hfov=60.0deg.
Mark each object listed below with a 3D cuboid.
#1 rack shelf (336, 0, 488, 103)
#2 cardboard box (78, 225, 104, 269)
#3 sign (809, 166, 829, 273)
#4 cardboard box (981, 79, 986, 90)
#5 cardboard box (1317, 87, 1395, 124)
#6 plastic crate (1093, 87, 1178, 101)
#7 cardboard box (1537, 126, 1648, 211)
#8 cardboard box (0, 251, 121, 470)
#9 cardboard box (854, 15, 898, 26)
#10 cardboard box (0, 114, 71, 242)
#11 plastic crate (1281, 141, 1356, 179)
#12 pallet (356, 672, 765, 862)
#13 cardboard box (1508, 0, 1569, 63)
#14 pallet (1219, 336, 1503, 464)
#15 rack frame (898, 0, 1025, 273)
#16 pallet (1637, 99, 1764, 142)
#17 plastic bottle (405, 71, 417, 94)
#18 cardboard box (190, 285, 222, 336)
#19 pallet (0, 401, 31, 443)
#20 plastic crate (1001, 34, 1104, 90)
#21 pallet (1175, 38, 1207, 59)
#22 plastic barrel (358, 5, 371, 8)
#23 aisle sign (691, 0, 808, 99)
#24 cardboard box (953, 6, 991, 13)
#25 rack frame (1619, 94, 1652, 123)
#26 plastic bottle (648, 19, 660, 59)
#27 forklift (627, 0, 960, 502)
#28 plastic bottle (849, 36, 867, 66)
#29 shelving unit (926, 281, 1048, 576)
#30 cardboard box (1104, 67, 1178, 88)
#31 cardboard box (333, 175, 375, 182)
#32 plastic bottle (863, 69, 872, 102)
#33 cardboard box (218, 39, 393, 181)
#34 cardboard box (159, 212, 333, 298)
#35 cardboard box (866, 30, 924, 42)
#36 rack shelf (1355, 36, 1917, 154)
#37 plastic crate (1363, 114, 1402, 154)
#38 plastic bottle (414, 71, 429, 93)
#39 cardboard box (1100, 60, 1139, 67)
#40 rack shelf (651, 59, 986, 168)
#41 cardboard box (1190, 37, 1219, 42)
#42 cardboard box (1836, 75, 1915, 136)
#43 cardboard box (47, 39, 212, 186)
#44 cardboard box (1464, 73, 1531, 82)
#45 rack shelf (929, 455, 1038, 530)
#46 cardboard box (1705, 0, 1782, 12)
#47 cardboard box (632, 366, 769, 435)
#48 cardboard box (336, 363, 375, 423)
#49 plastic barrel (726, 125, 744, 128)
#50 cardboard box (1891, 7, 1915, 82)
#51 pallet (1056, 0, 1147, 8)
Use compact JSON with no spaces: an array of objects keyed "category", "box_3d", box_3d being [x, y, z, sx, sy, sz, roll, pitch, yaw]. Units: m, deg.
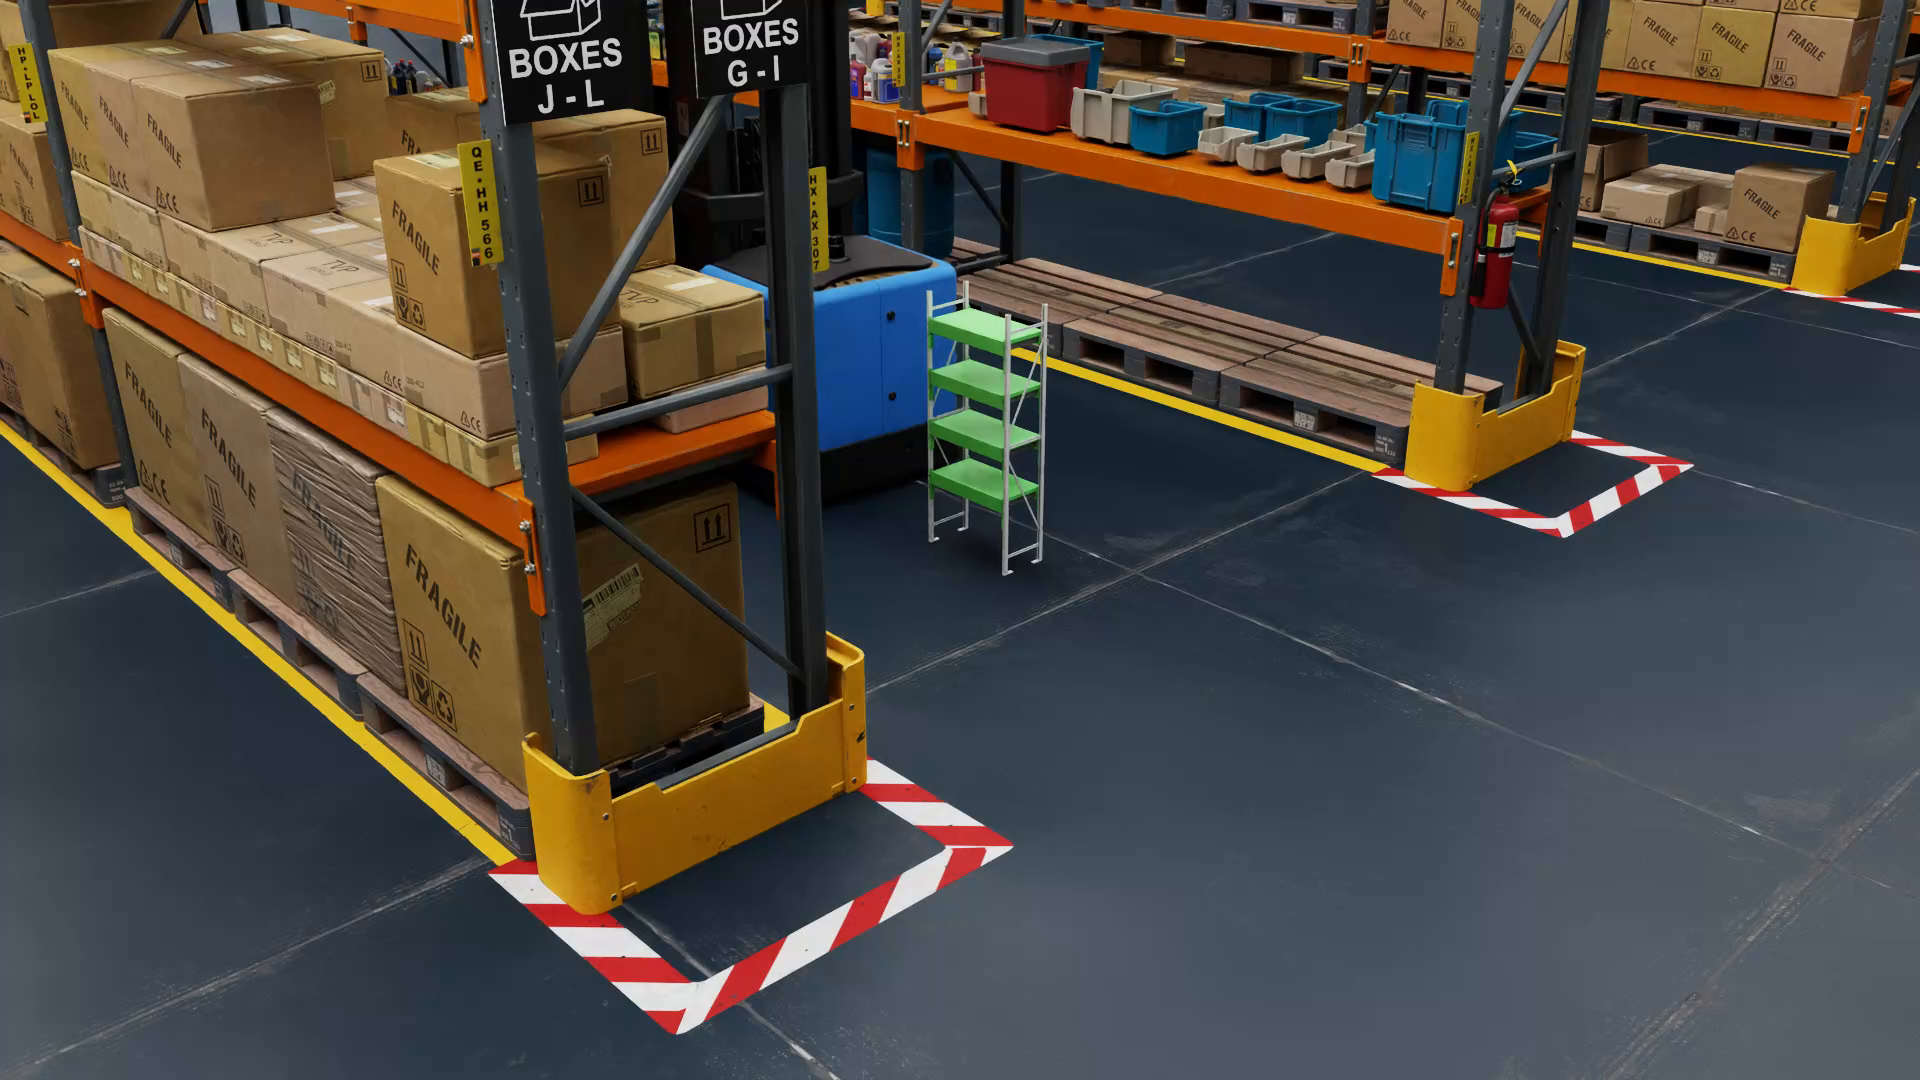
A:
[{"category":"rack shelf","box_3d":[-2.228,-2.051,5.884,1.077,0.370,4.000,-21,32,-38]},{"category":"cardboard box","box_3d":[-3.636,-1.321,7.335,0.380,0.149,0.250,-21,32,-38]},{"category":"sign","box_3d":[-0.452,-0.993,5.175,0.100,0.325,0.005,-21,32,-38]},{"category":"cardboard box","box_3d":[0.367,-4.671,17.181,0.500,0.250,0.500,-20,31,-37]},{"category":"cardboard box","box_3d":[3.486,-3.707,14.744,0.500,0.500,0.500,22,33,39]},{"category":"plastic crate","box_3d":[0.981,-2.664,10.234,0.437,0.125,0.590,-21,32,-38]},{"category":"cardboard box","box_3d":[4.926,-2.925,13.026,0.797,0.503,0.637,-21,32,-38]},{"category":"cardboard box","box_3d":[-4.047,-1.032,8.452,1.225,0.875,0.875,-21,32,-38]},{"category":"cardboard box","box_3d":[-0.983,-5.850,19.091,0.500,0.311,0.500,-20,31,-37]},{"category":"cardboard box","box_3d":[-4.114,-1.729,7.806,0.500,0.500,0.500,-21,32,-38]},{"category":"plastic crate","box_3d":[1.877,-2.008,8.782,0.396,0.136,0.243,-21,32,-38]},{"category":"pallet","box_3d":[-1.465,0.641,6.091,1.003,0.211,1.213,-21,32,-38]},{"category":"cardboard box","box_3d":[4.481,-3.936,12.643,0.500,0.500,0.500,-21,32,-39]},{"category":"pallet","box_3d":[2.219,-0.805,9.260,1.003,0.211,1.213,-21,32,-38]},{"category":"rack frame","box_3d":[0.020,-3.025,10.766,1.000,3.000,0.127,-21,32,-38]},{"category":"pallet","box_3d":[7.715,-4.314,16.952,1.003,0.211,1.213,-21,32,-38]},{"category":"plastic bottle","box_3d":[-5.664,-4.693,17.167,0.061,0.283,0.133,-21,32,-38]},{"category":"cardboard box","box_3d":[-2.750,-0.929,6.474,0.380,0.149,0.250,-21,32,-38]},{"category":"pallet","box_3d":[-5.016,-0.933,9.541,1.003,0.211,1.213,-21,32,-38]},{"category":"plastic crate","box_3d":[0.588,-3.000,10.659,0.392,0.384,0.575,-21,32,-38]},{"category":"pallet","box_3d":[3.155,-6.385,21.492,1.003,0.211,1.213,-21,32,-38]},{"category":"plastic barrel","box_3d":[-5.405,-5.473,15.530,0.600,0.901,0.708,-21,32,-38]},{"category":"aisle sign","box_3d":[-0.593,-1.654,4.629,0.394,0.787,0.004,-21,32,-38]},{"category":"cardboard box","box_3d":[0.312,-7.889,23.911,0.500,0.500,0.700,21,32,39]},{"category":"rack frame","box_3d":[7.252,-5.835,16.927,1.000,3.000,0.127,-21,32,-38]},{"category":"plastic bottle","box_3d":[-2.338,-3.817,12.652,0.152,0.276,0.135,-21,32,-38]},{"category":"forklift","box_3d":[-1.306,-2.055,8.722,1.130,2.935,3.031,-18,30,-34]},{"category":"plastic bottle","box_3d":[-0.762,-3.454,11.856,0.152,0.276,0.135,-21,32,-38]},{"category":"shelving unit","box_3d":[0.113,-0.496,7.391,0.258,1.200,0.503,-21,32,-38]},{"category":"cardboard box","box_3d":[1.708,-4.174,15.767,0.500,0.500,0.500,-22,32,-39]},{"category":"cardboard box","box_3d":[-2.746,-1.471,7.183,0.500,0.250,0.500,-20,31,-37]},{"category":"plastic bottle","box_3d":[-0.584,-2.989,10.928,0.097,0.201,0.097,0,25,0]},{"category":"cardboard box","box_3d":[-2.746,-1.811,7.025,0.500,0.500,0.500,-21,32,-38]},{"category":"cardboard box","box_3d":[-2.771,-1.163,6.507,0.500,0.250,0.500,-20,31,-37]},{"category":"cardboard box","box_3d":[-0.677,-5.386,18.074,0.500,0.311,0.500,-20,31,-37]},{"category":"rack shelf","box_3d":[5.005,-3.495,12.665,1.077,0.370,4.000,-21,32,-38]},{"category":"plastic crate","box_3d":[2.376,-2.131,8.938,0.416,0.233,0.300,-21,32,-38]},{"category":"plastic bottle","box_3d":[-5.587,-4.720,17.235,0.152,0.276,0.135,-20,31,-37]},{"category":"cardboard box","box_3d":[1.715,-4.487,16.452,0.500,0.500,0.500,-20,31,-37]},{"category":"rack shelf","box_3d":[-1.347,-3.303,12.243,1.077,0.370,4.000,-21,32,-38]},{"category":"cardboard box","box_3d":[3.360,-6.645,21.183,0.700,0.500,0.500,-21,32,-39]},{"category":"cardboard box","box_3d":[8.748,-4.164,15.770,0.500,0.500,0.700,23,33,40]},{"category":"cardboard box","box_3d":[-3.455,-1.810,7.023,0.500,0.500,0.500,-21,32,-38]},{"category":"cardboard box","box_3d":[6.103,-5.477,18.225,0.750,0.750,0.750,-20,31,-37]},{"category":"rack shelf","box_3d":[0.113,-0.219,7.517,0.258,0.148,0.480,-21,32,-38]},{"category":"cardboard box","box_3d":[5.522,-3.927,11.419,0.500,0.500,0.500,-20,31,-37]},{"category":"cardboard box","box_3d":[-0.863,-0.495,5.523,0.380,0.149,0.250,-21,32,-38]},{"category":"cardboard box","box_3d":[-1.865,-0.539,5.620,0.380,0.149,0.250,-21,32,-38]},{"category":"plastic barrel","box_3d":[-1.595,-2.845,12.771,0.600,0.588,0.708,-21,32,-38]},{"category":"cardboard box","box_3d":[6.262,-3.471,11.625,0.500,0.500,0.500,-20,32,-37]},{"category":"pallet","box_3d":[1.419,-5.368,16.133,1.213,0.211,1.003,-21,32,-38]}]
